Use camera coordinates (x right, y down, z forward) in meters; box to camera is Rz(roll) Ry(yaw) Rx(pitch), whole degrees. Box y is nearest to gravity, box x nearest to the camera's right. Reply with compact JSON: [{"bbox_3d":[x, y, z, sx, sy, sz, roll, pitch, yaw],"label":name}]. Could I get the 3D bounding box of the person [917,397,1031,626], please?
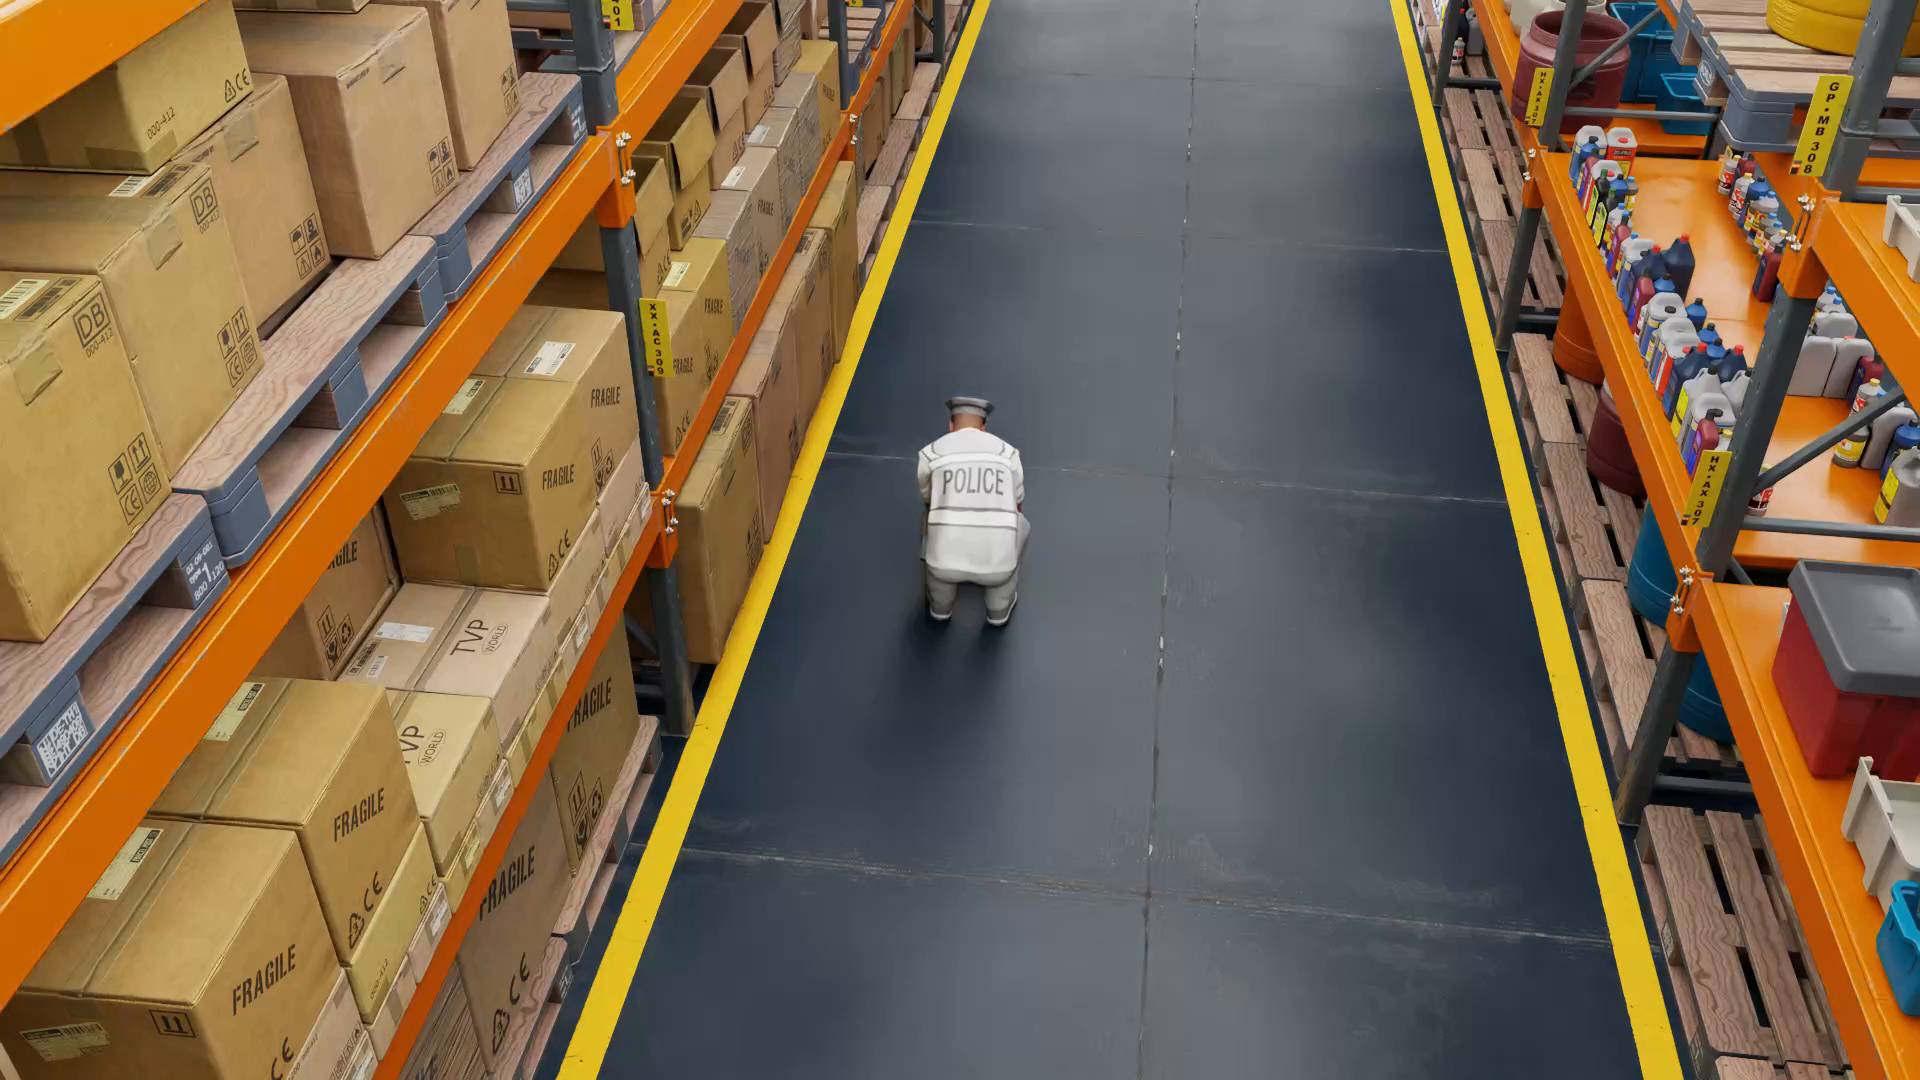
[{"bbox_3d":[0.061,-0.130,7.965,0.556,0.903,0.956,4,36,5],"label":"person"}]
